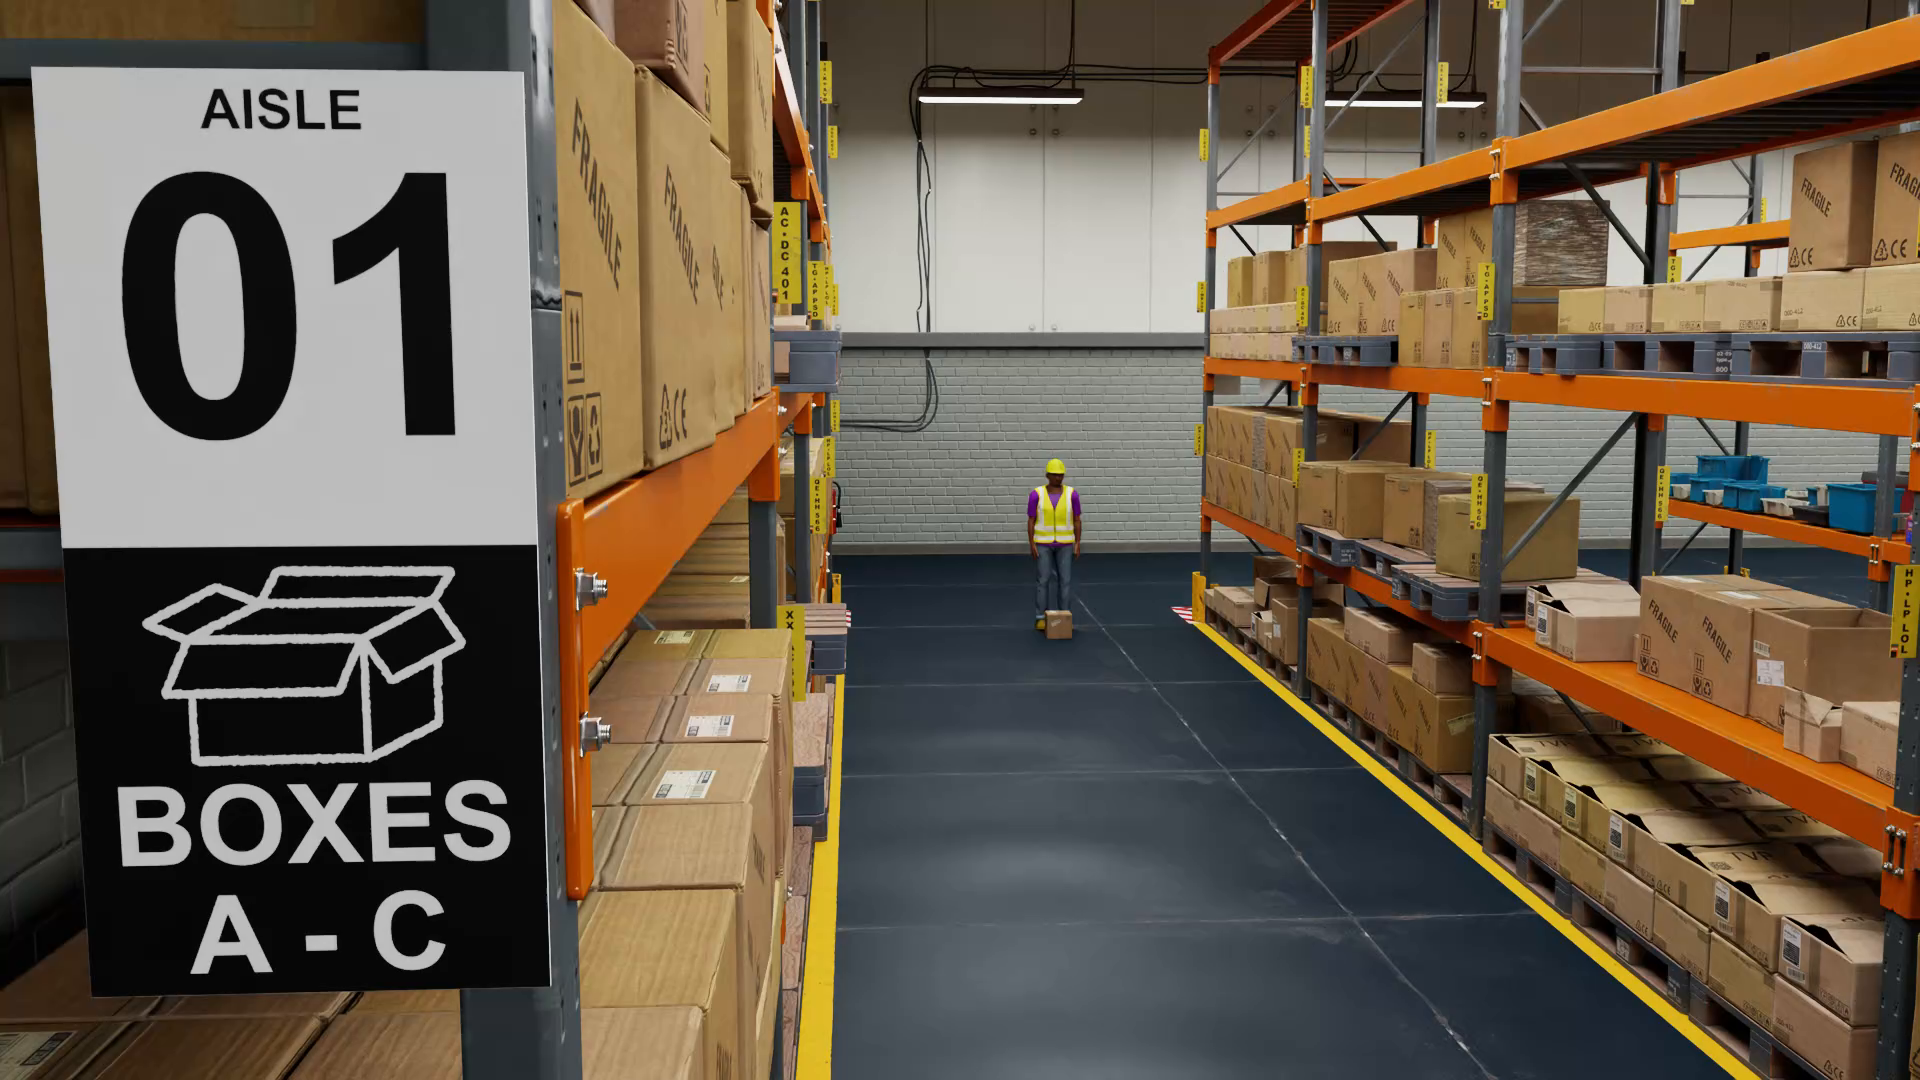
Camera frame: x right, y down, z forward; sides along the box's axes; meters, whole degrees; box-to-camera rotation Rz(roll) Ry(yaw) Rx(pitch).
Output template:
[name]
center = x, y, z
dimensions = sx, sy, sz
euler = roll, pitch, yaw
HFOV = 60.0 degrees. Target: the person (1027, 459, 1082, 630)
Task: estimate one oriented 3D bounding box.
[person]
center = 0.983, 0.047, 17.237
dimensions = 0.563, 1.767, 0.368
euler = 0, 7, -2
